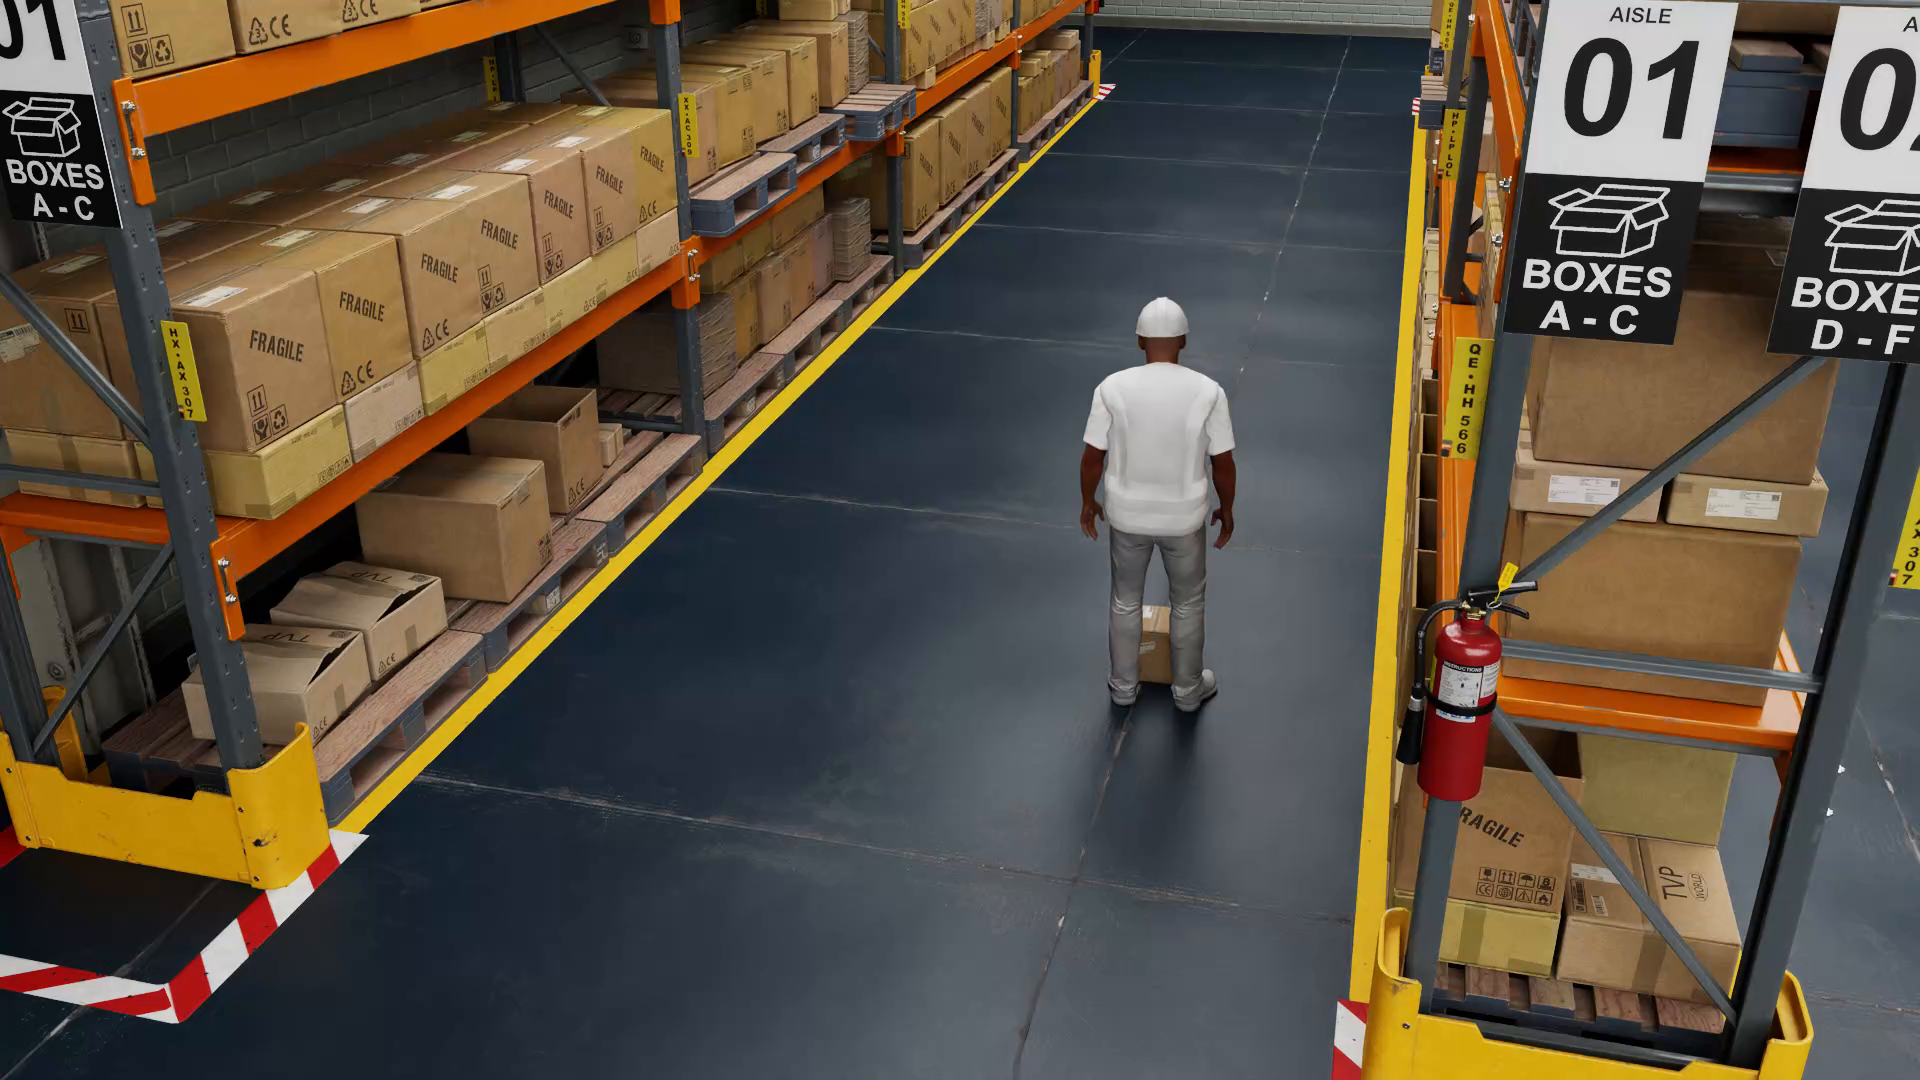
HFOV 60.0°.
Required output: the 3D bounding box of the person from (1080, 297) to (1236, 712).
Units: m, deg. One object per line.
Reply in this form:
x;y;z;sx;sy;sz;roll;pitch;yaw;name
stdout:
0.813;-0.129;6.860;0.636;1.761;0.454;5;26;10;person
